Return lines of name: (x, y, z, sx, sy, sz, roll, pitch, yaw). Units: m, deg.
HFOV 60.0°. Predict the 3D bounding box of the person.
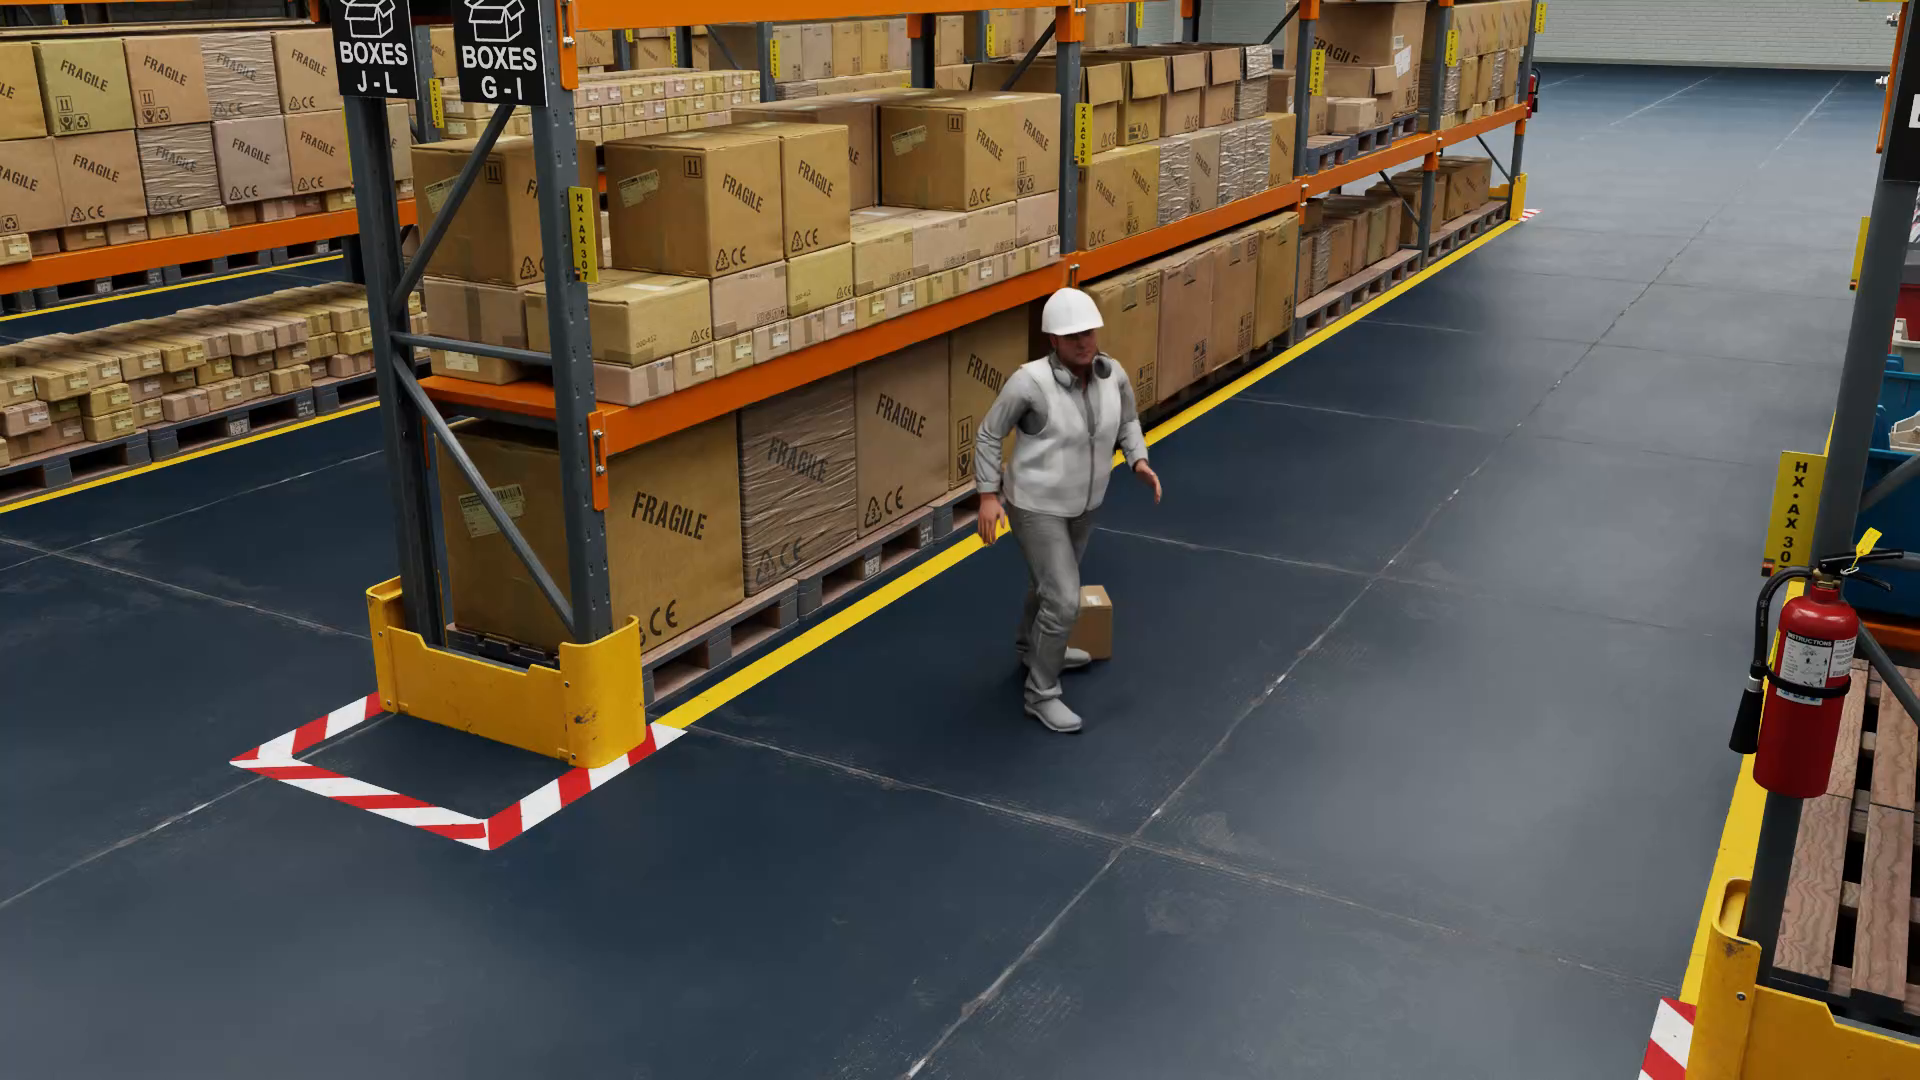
person: (0.417, -0.150, 6.530, 0.697, 1.731, 0.790, -18, 26, -42)
